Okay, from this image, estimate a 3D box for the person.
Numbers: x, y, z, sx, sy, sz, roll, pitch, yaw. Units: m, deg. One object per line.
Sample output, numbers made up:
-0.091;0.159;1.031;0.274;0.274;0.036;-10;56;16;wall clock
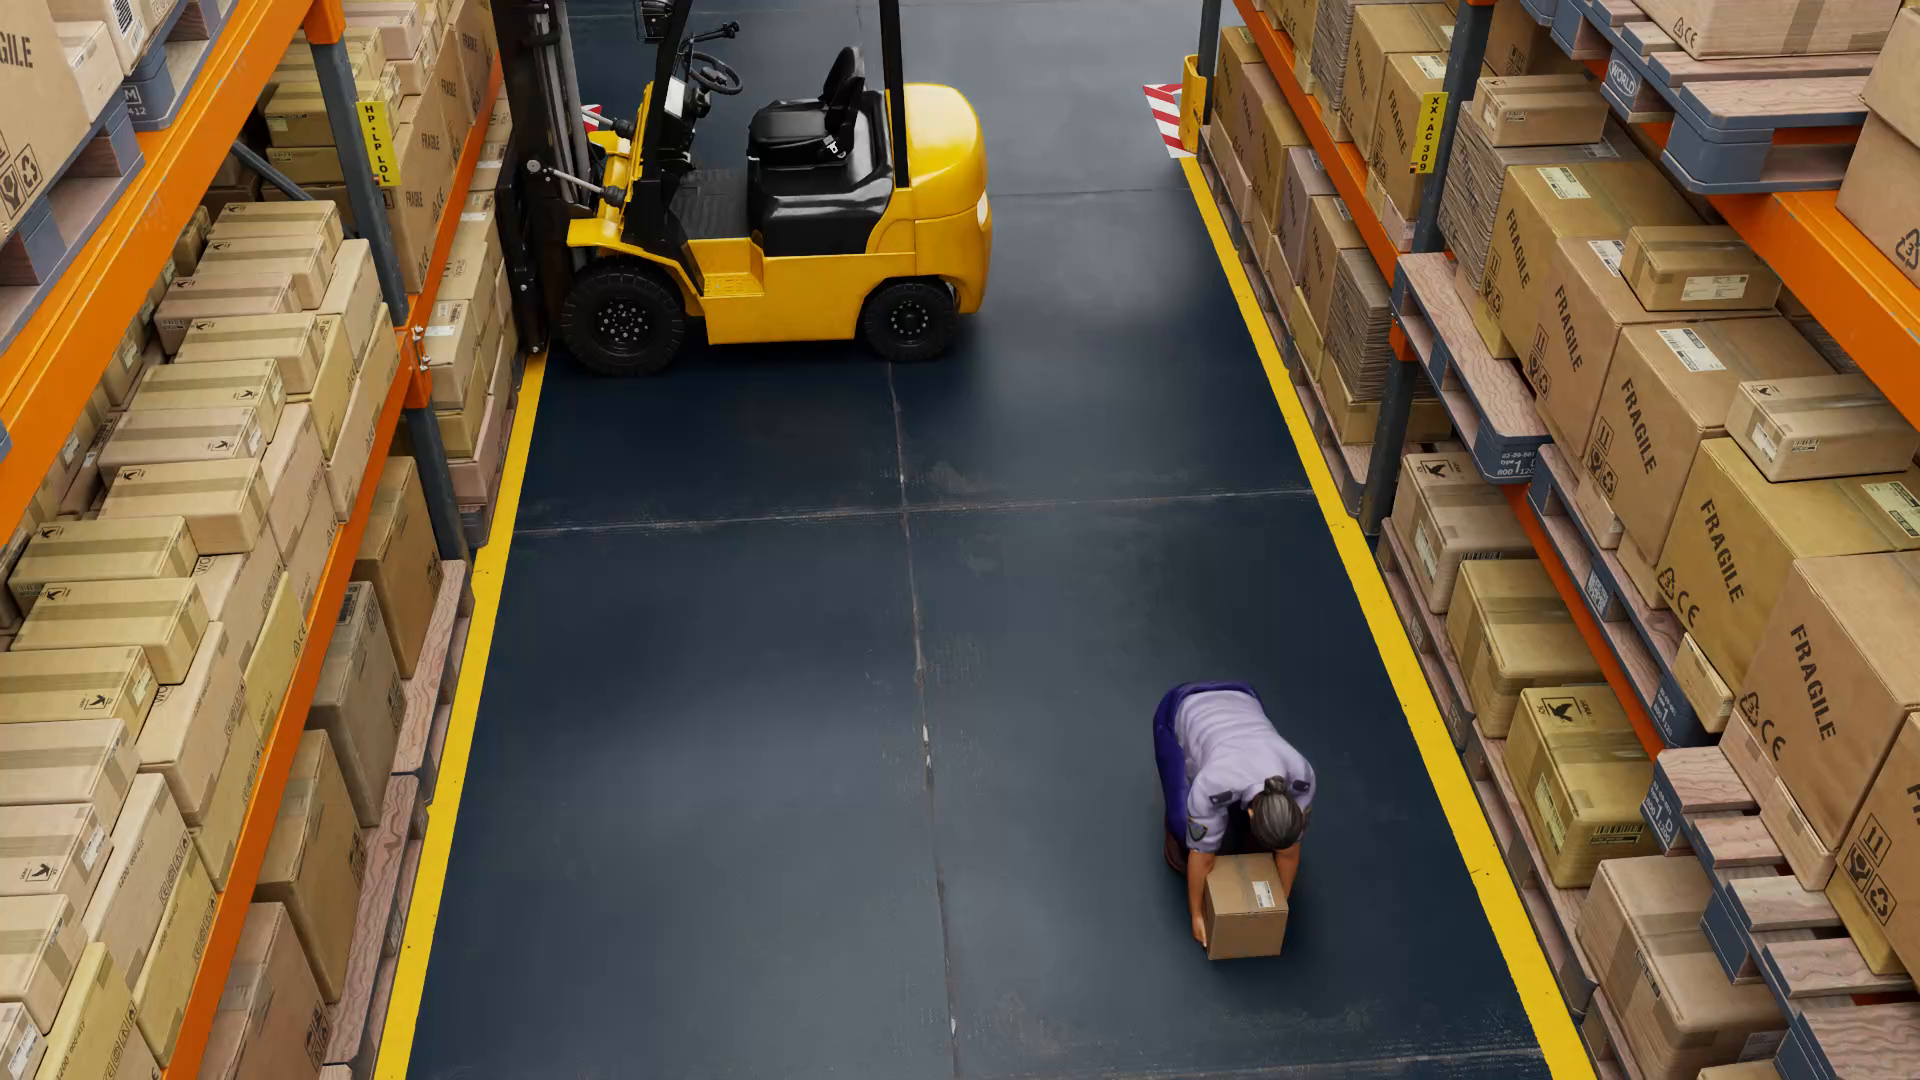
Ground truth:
0.951;0.903;5.807;0.490;0.748;0.875;-4;40;-5;person
